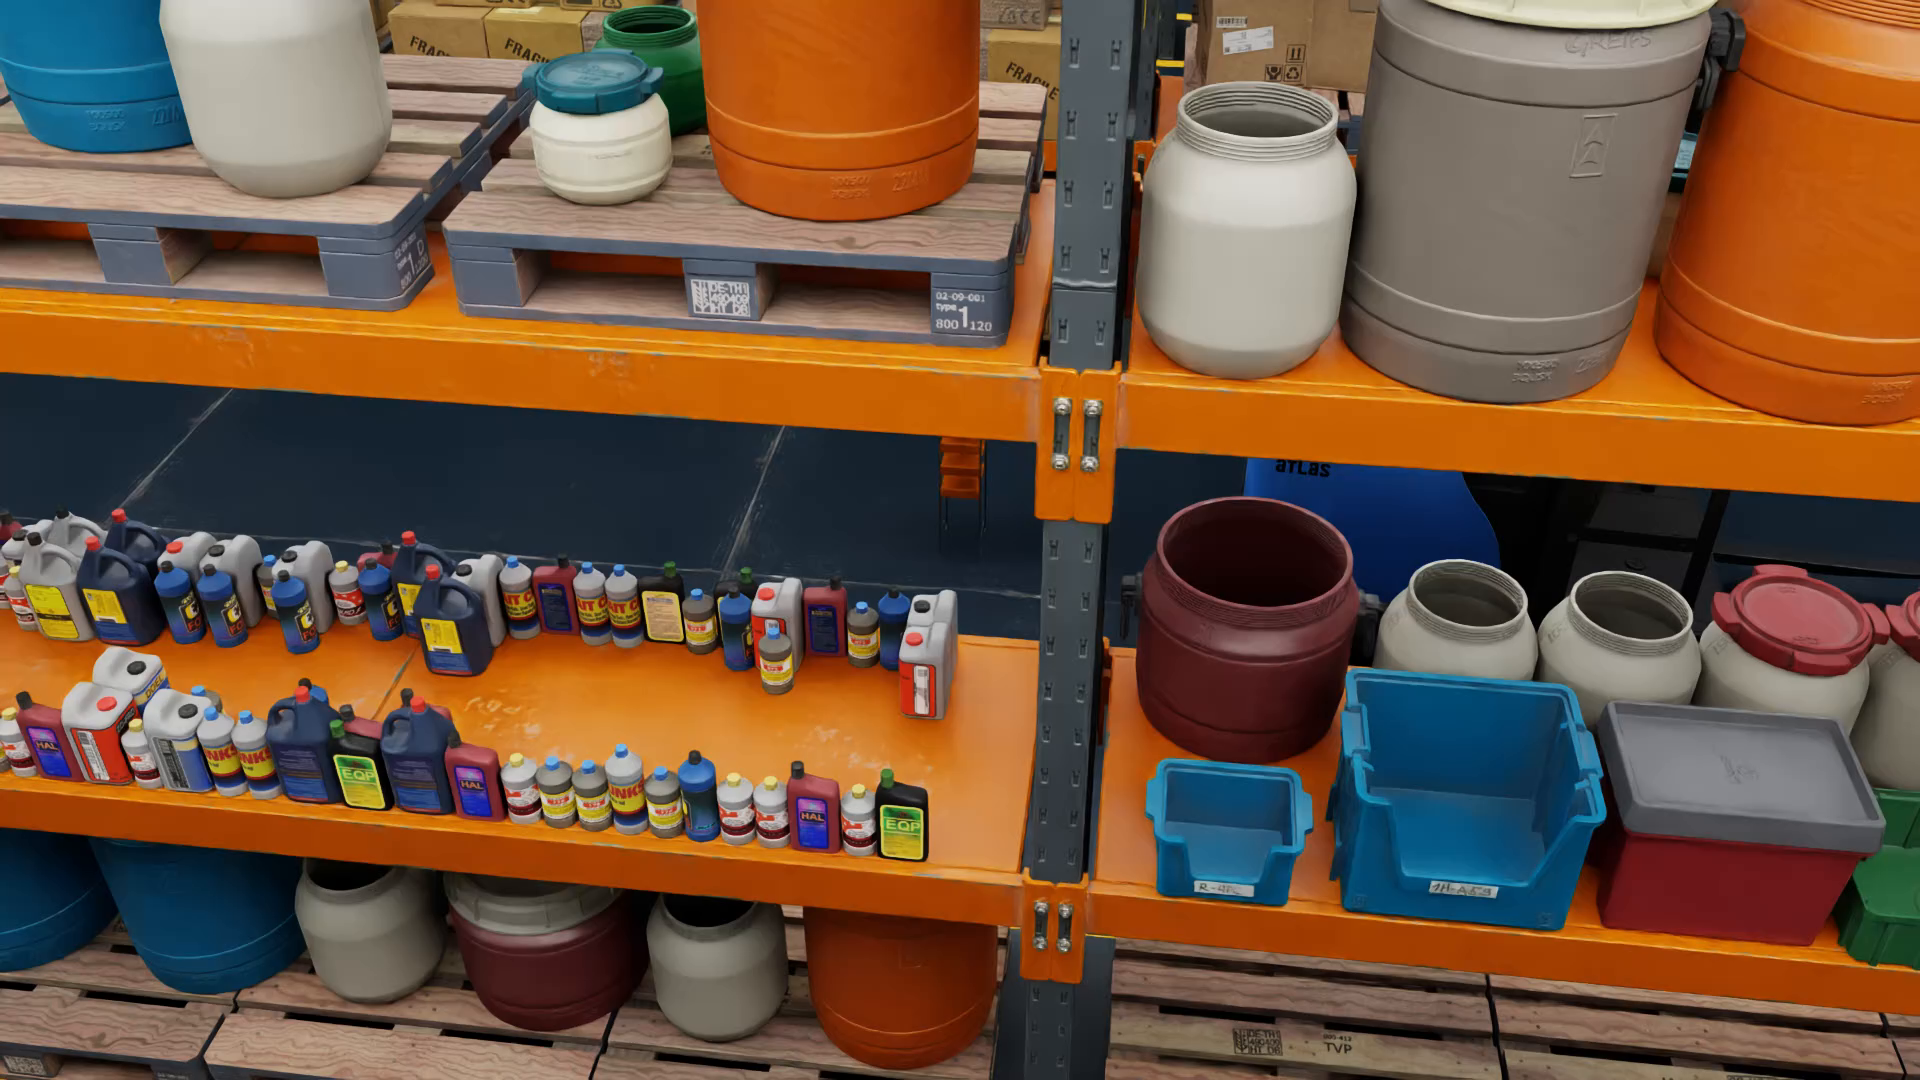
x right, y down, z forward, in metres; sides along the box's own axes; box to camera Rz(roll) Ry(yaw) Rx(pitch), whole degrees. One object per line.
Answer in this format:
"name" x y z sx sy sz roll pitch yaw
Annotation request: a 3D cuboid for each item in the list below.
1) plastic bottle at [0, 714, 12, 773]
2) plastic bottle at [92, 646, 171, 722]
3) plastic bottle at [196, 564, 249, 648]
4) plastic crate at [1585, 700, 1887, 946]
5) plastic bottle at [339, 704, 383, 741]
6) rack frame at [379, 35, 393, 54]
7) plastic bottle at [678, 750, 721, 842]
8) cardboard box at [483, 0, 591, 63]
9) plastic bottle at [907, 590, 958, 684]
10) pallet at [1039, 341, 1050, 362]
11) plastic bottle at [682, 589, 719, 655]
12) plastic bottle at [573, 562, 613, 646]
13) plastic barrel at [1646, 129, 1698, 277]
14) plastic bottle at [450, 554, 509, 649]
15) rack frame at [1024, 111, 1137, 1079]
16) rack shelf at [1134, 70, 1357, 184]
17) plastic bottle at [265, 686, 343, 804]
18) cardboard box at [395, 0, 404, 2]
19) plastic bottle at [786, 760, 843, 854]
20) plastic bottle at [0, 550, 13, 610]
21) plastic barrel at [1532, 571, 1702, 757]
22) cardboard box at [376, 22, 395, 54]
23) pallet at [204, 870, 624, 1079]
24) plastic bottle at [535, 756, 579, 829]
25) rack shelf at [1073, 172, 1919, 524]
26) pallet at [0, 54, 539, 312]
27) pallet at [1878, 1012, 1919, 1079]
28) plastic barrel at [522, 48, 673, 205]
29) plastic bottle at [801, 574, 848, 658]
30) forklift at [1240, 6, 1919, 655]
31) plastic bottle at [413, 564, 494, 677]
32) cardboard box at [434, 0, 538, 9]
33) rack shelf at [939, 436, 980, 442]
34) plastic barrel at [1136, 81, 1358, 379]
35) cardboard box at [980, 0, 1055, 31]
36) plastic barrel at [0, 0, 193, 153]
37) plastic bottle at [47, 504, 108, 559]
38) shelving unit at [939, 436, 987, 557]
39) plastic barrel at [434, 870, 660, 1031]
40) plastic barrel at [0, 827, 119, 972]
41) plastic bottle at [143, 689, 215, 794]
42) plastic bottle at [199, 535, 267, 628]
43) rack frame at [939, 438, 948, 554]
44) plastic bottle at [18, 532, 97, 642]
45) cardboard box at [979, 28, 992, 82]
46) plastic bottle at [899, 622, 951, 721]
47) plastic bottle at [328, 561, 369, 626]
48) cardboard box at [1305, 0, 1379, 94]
"plastic bottle" -2.679 0.540 4.582 0.097 0.201 0.097 0 36 0
"plastic bottle" -2.312 0.432 4.670 0.135 0.276 0.152 4 36 6
"plastic bottle" -2.230 0.190 5.013 0.097 0.271 0.097 0 36 0
"plastic crate" 1.871 0.712 4.115 0.583 0.464 0.402 4 36 6
"plastic bottle" -1.590 0.563 4.480 0.133 0.283 0.061 4 36 6
"rack frame" -3.030 -2.707 8.961 0.127 3.000 1.000 4 36 6
"plastic bottle" -0.683 0.660 4.353 0.097 0.271 0.097 0 36 0
"cardboard box" -2.106 -2.533 8.631 0.500 0.500 0.500 4 36 6
"plastic bottle" -0.081 0.275 4.890 0.135 0.276 0.152 4 36 6
"pallet" 0.165 -1.378 9.499 1.213 0.211 1.003 4 36 6
"plastic bottle" -0.784 0.237 5.007 0.097 0.201 0.097 0 36 0
"plastic bottle" -1.109 0.184 5.021 0.097 0.271 0.097 0 36 0
"plastic barrel" 1.598 -0.762 3.773 0.301 0.262 0.301 0 36 0
"plastic bottle" -1.457 0.172 5.033 0.135 0.276 0.152 4 36 6
"rack frame" 0.307 0.443 4.548 0.127 3.000 1.000 4 36 6
"rack shelf" 2.921 -1.970 8.548 4.000 0.370 1.077 4 36 6
"plastic bottle" -1.750 0.535 4.461 0.185 0.351 0.144 4 36 6
"cardboard box" -4.528 -4.540 13.621 0.250 0.149 0.380 3 36 4
"plastic bottle" -0.378 0.689 4.303 0.133 0.283 0.061 4 36 6
"plastic bottle" -2.985 0.108 5.187 0.097 0.201 0.097 0 36 0
"plastic barrel" 1.772 0.381 4.537 0.421 0.512 0.421 0 36 0
"cardboard box" -3.281 -2.818 9.333 0.250 0.149 0.380 4 36 6
"pallet" -1.687 1.452 5.534 1.213 0.211 1.003 4 36 6
"plastic bottle" -1.069 0.660 4.414 0.097 0.201 0.097 0 36 0
"rack shelf" 2.291 -0.337 3.678 4.000 0.370 1.077 4 36 6
"pallet" -1.745 -0.913 4.028 1.213 0.211 1.003 4 36 6
"pallet" 3.490 1.838 4.993 1.213 0.211 1.003 4 36 6
"plastic barrel" -0.775 -0.888 3.587 0.301 0.262 0.301 0 36 0
"plastic bottle" -0.401 0.221 4.958 0.133 0.283 0.061 4 36 6
"forklift" 2.716 -0.871 6.447 3.031 2.935 1.130 7 36 9
"plastic bottle" -1.500 0.225 4.895 0.185 0.351 0.144 4 36 6
"cardboard box" -2.395 -3.114 8.581 0.637 0.503 0.797 3 36 5
"rack shelf" 0.014 -0.549 7.356 0.180 0.103 0.258 4 36 6
"plastic barrel" 0.576 -0.624 3.364 0.421 0.512 0.421 0 36 0
"cardboard box" 0.215 -2.924 8.315 0.637 0.503 0.797 5 36 8
"plastic barrel" -1.948 -1.411 3.770 0.708 0.901 0.600 4 36 6
"plastic bottle" -2.707 0.046 5.146 0.185 0.351 0.144 4 36 6
"shelving unit" 0.014 -0.487 7.400 0.189 1.200 0.258 4 36 6
"plastic barrel" -1.301 1.143 5.280 0.708 0.588 0.600 4 36 6
"plastic barrel" -3.123 0.880 5.380 0.708 0.901 0.600 4 36 6
"plastic bottle" -2.101 0.537 4.523 0.135 0.276 0.152 4 36 6
"plastic bottle" -2.232 0.114 5.114 0.135 0.276 0.152 4 36 6
"rack frame" -0.076 -0.494 7.409 0.006 1.200 0.240 4 36 6
"plastic bottle" -2.725 0.129 5.029 0.185 0.351 0.144 4 36 6
"cardboard box" -0.077 -2.386 8.425 0.500 0.500 0.500 4 36 6
"plastic bottle" -0.100 0.363 4.767 0.135 0.276 0.152 4 36 6
"plastic bottle" -1.884 0.155 5.122 0.097 0.201 0.097 0 36 0
"cardboard box" 2.045 -2.622 8.394 0.500 0.500 0.700 9 37 13
